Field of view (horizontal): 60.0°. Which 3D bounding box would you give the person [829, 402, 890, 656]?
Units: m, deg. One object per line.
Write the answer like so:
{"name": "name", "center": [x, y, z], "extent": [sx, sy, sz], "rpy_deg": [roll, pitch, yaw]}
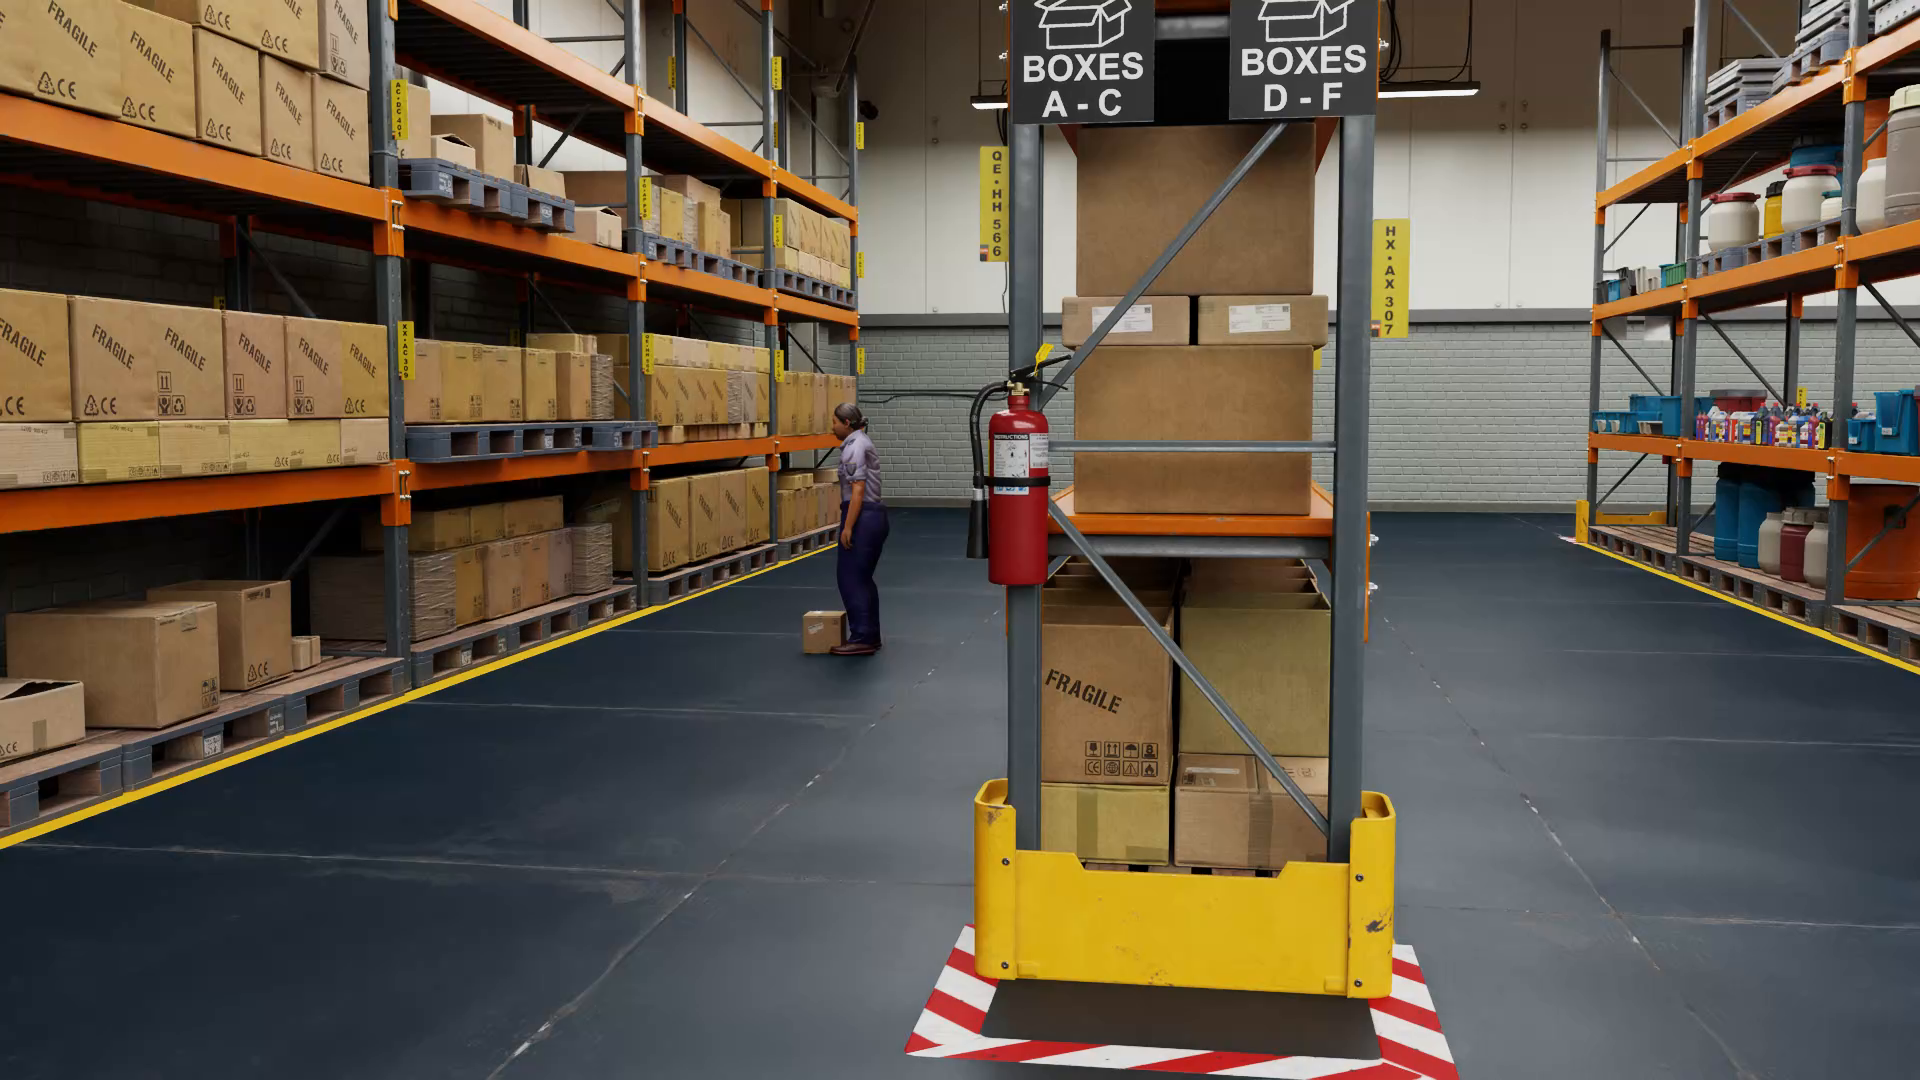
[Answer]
{"name": "person", "center": [-0.680, -0.082, 10.978], "extent": [0.331, 1.651, 0.546], "rpy_deg": [1, 5, 8]}
